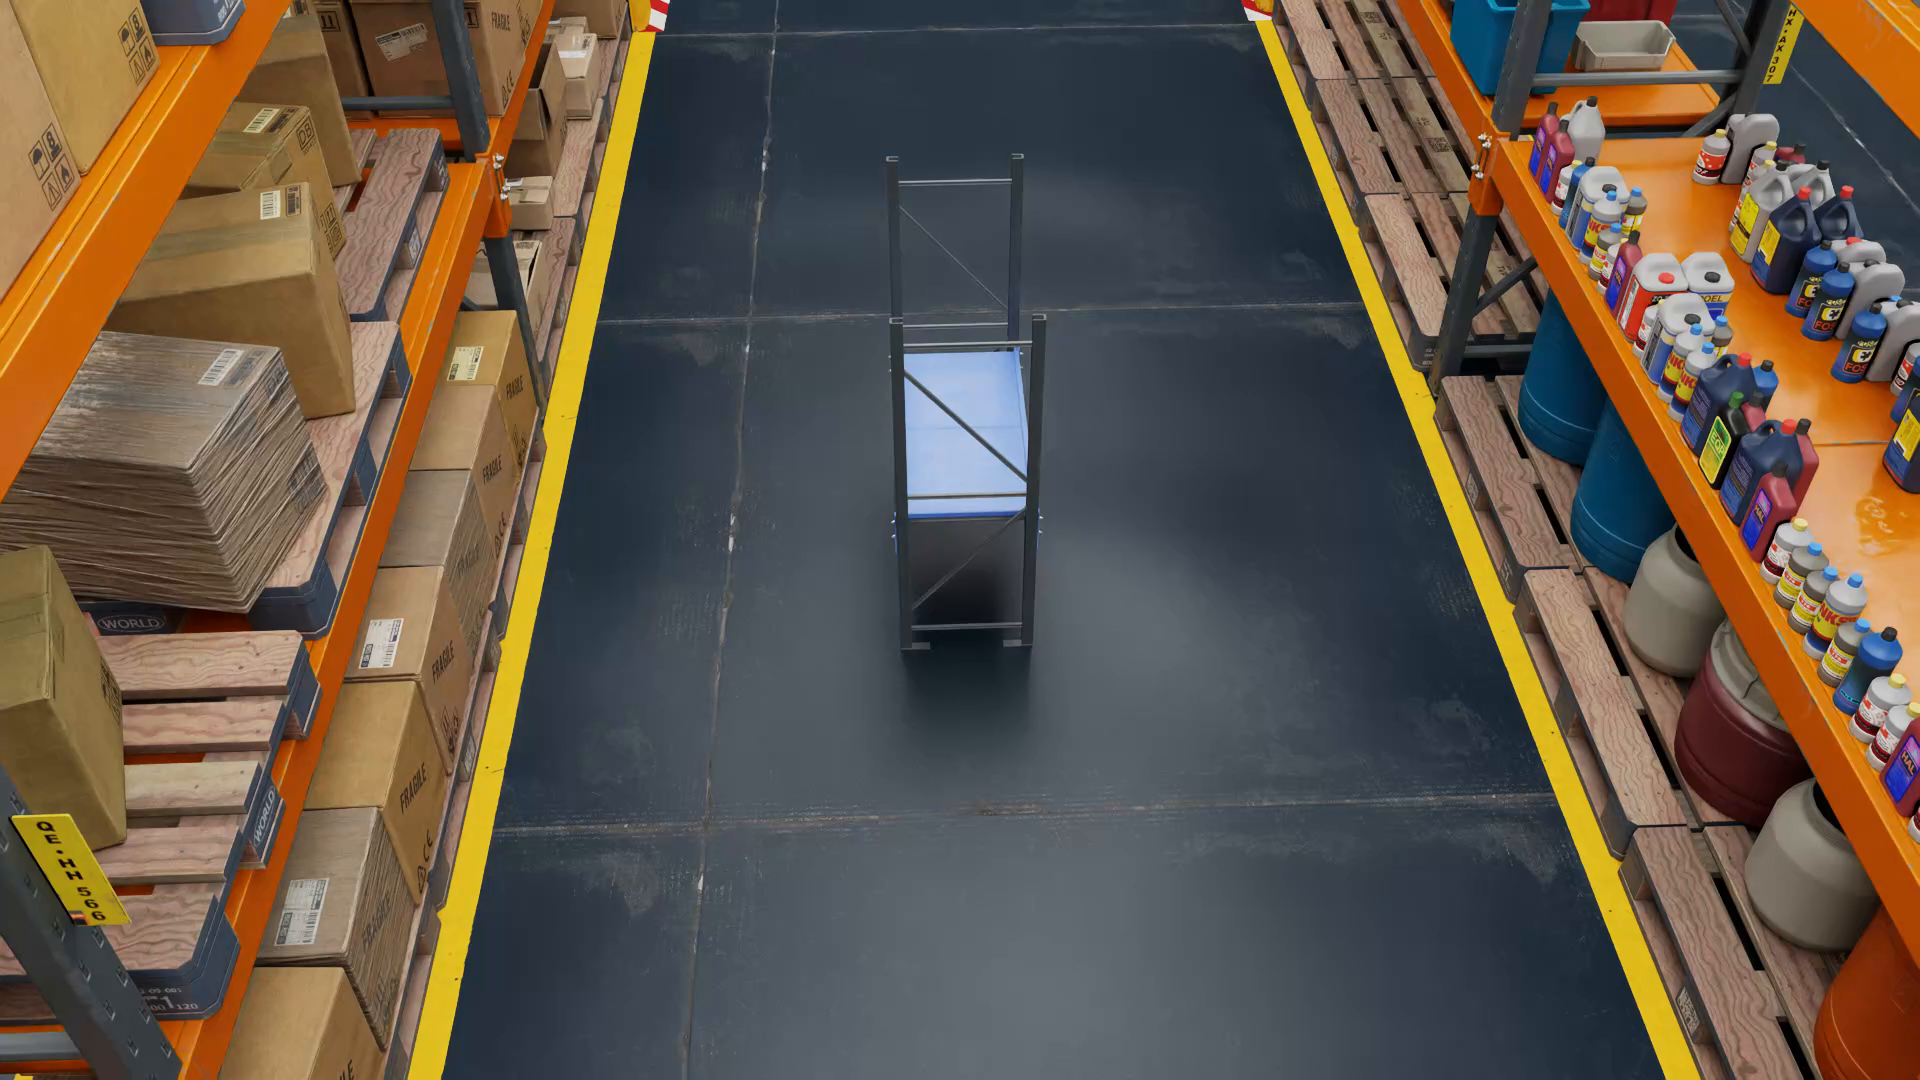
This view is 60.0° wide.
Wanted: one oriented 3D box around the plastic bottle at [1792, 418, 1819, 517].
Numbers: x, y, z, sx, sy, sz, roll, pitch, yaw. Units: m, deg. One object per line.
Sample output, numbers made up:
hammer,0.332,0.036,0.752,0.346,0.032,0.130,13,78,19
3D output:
plastic bottle,2.431,-0.211,4.847,0.061,0.283,0.133,-2,43,-2

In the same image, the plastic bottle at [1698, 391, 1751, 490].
plastic bottle,2.281,-0.297,4.940,0.061,0.283,0.133,-2,43,-2

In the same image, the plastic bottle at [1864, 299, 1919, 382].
plastic bottle,3.009,-0.656,5.338,0.152,0.276,0.135,-2,43,-2

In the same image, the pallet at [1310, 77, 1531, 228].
pallet,2.492,-2.086,8.869,1.003,0.211,1.213,-2,43,-2

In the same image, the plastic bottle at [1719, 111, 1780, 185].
plastic bottle,2.956,-1.490,6.248,0.152,0.276,0.135,-2,43,-2

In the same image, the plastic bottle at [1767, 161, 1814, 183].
plastic bottle,2.972,-1.244,5.979,0.152,0.276,0.135,-2,43,-2

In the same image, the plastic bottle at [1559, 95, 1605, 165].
plastic bottle,2.309,-1.501,6.204,0.144,0.351,0.185,-2,43,-2

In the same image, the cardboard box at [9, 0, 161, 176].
cardboard box,-2.258,-1.085,3.419,0.910,0.500,0.500,-2,43,-2

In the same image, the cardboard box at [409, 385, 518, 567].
cardboard box,-2.013,-0.235,6.311,0.500,0.500,0.500,-2,43,-2

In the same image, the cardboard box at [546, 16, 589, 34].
cardboard box,-2.306,-2.835,9.395,0.380,0.166,0.250,-2,43,-2

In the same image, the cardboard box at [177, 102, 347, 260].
cardboard box,-2.443,-1.056,5.298,0.700,0.500,0.500,5,43,5

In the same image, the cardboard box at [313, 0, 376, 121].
cardboard box,-2.610,-2.020,6.660,0.500,0.500,0.500,-1,43,-1

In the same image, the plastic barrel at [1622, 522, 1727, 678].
plastic barrel,2.587,0.199,5.844,0.421,0.512,0.421,0,43,0

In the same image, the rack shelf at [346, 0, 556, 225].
rack shelf,-2.417,-2.738,8.050,1.077,0.370,4.000,-2,43,-2

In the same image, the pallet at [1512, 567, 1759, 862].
pallet,2.663,0.583,5.958,1.003,0.211,1.213,-2,43,-2

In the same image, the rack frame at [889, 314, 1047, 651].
rack frame,0.025,-0.152,5.806,0.500,1.500,0.032,-2,43,-2

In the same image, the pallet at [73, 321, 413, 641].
pallet,-2.250,-0.195,4.885,1.003,0.211,1.213,-2,43,-2

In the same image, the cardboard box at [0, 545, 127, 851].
cardboard box,-2.302,0.433,3.672,0.700,0.500,0.500,-15,45,-16

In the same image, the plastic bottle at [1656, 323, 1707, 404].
plastic bottle,2.282,-0.561,5.238,0.097,0.271,0.097,0,43,0

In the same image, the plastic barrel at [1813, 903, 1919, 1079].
plastic barrel,2.749,1.223,4.491,0.600,0.830,0.708,-2,43,-2

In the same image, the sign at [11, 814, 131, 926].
sign,-1.608,0.602,3.016,0.100,0.325,0.005,-2,43,-2

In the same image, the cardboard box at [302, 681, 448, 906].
cardboard box,-1.940,0.799,5.183,0.500,0.500,0.500,-2,43,-2

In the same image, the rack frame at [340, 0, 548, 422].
rack frame,-2.332,-1.653,6.334,1.000,3.000,0.127,-2,43,-2

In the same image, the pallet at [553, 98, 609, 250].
pallet,-2.415,-1.915,8.683,1.003,0.211,1.213,-2,43,-2

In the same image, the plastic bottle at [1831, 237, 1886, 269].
plastic bottle,2.993,-0.903,5.607,0.152,0.276,0.135,-2,43,-2

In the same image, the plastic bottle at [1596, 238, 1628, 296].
plastic bottle,2.257,-0.939,5.701,0.097,0.201,0.097,0,43,0

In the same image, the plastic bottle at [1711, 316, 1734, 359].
plastic bottle,2.429,-0.631,5.365,0.097,0.201,0.097,0,43,0

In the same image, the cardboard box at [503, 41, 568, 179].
cardboard box,-2.417,-2.163,8.412,0.797,0.503,0.637,-2,43,-2

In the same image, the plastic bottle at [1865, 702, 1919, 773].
plastic bottle,2.347,0.486,4.147,0.097,0.201,0.097,0,43,0

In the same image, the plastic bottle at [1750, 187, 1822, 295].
plastic bottle,2.846,-1.035,5.695,0.144,0.351,0.185,-2,43,-2

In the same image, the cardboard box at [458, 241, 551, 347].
cardboard box,-2.134,-1.114,7.410,0.500,0.311,0.500,-2,43,-2

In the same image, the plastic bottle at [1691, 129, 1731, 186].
plastic bottle,2.832,-1.447,6.256,0.097,0.201,0.097,0,43,0

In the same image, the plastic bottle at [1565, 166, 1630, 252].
plastic bottle,2.271,-1.177,5.906,0.152,0.276,0.135,-2,43,-2

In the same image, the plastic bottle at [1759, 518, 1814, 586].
plastic bottle,2.318,0.026,4.649,0.097,0.201,0.097,0,43,0

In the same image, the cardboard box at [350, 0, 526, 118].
cardboard box,-2.082,-2.042,6.684,0.500,0.500,0.500,-1,43,-1

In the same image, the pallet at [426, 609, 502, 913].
pallet,-2.205,0.748,5.778,1.003,0.211,1.213,-2,43,-2

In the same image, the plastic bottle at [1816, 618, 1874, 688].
plastic bottle,2.334,0.288,4.362,0.097,0.201,0.097,0,43,0

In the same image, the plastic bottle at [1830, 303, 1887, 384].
plastic bottle,2.885,-0.638,5.321,0.097,0.271,0.097,0,43,0

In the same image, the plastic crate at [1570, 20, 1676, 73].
plastic crate,2.740,-2.036,6.902,0.396,0.136,0.243,-2,43,-2

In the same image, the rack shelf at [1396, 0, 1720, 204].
rack shelf,2.532,-2.878,8.202,1.077,0.370,4.000,-2,43,-2

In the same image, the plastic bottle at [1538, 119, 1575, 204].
plastic bottle,2.212,-1.400,6.144,0.061,0.283,0.133,-2,43,-2

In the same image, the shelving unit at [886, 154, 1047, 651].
shelving unit,0.004,-0.495,6.180,0.538,1.500,1.048,-2,43,-2
